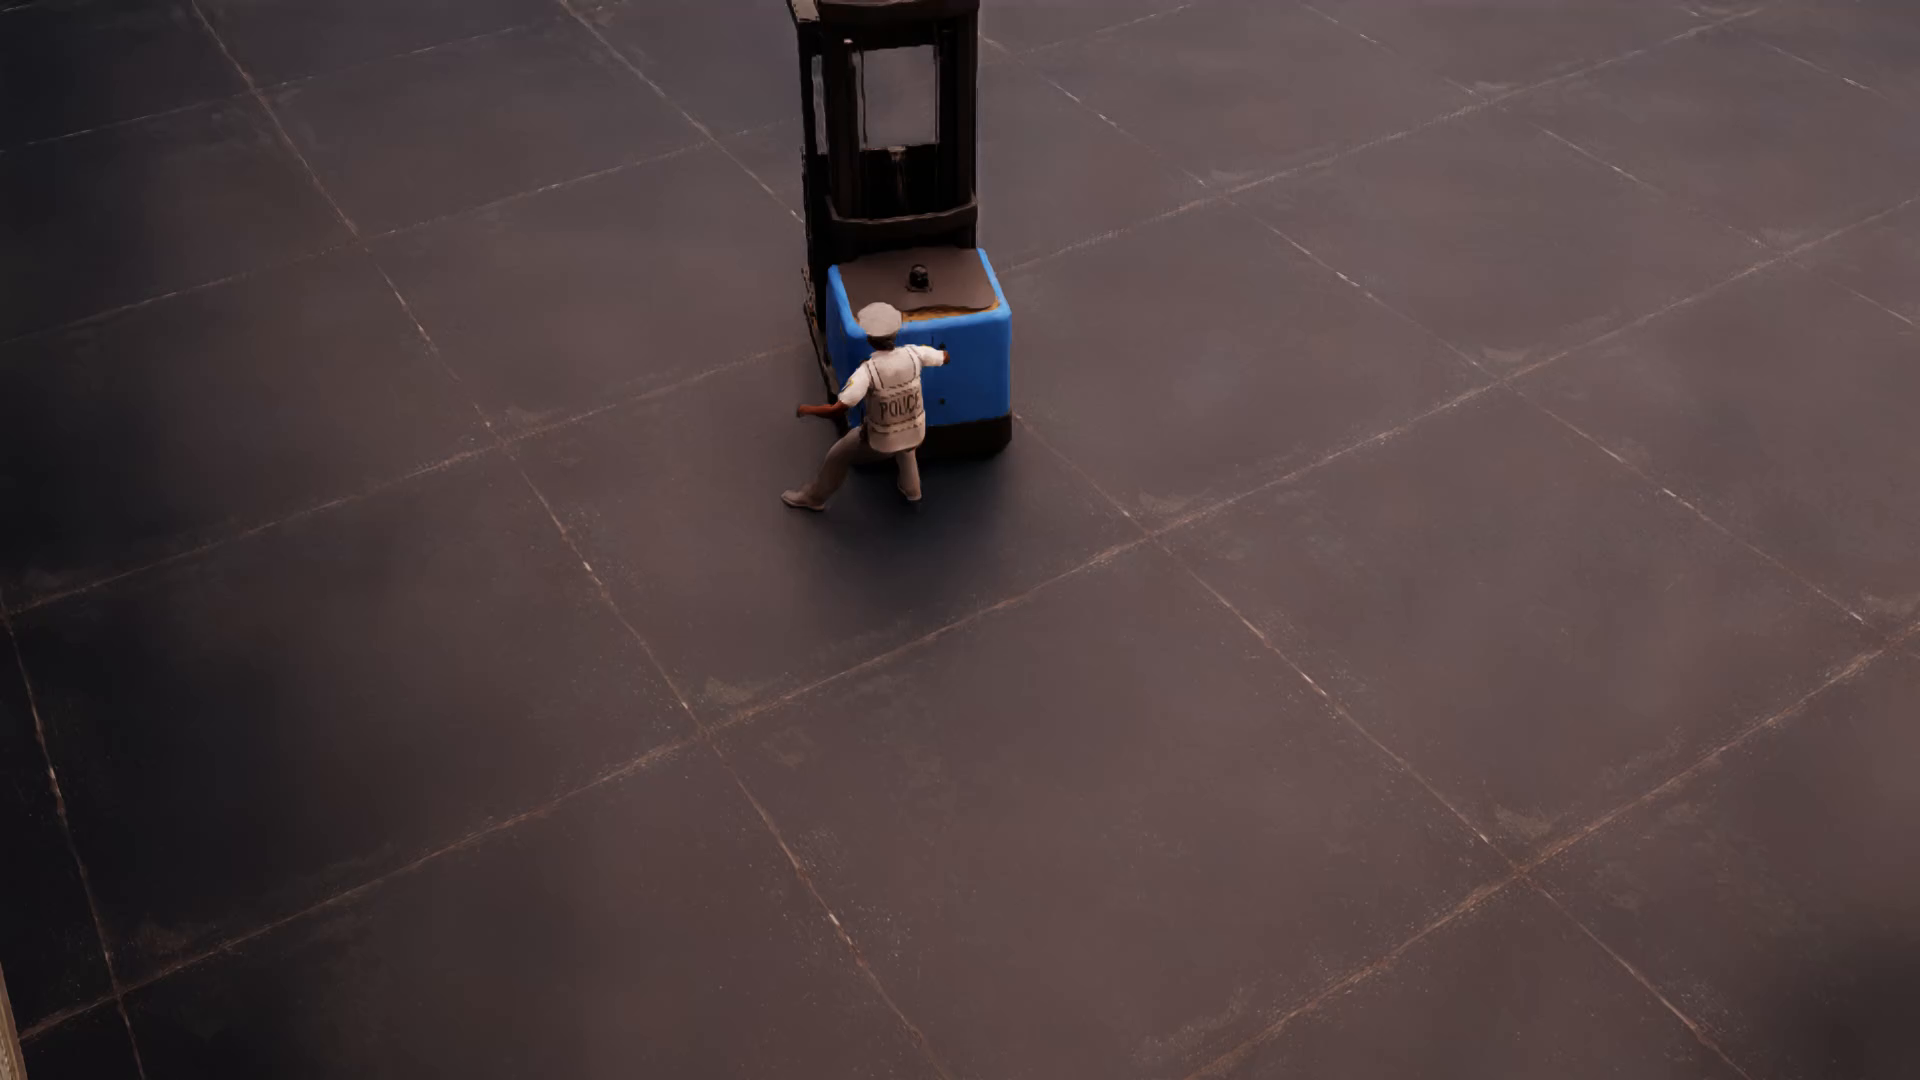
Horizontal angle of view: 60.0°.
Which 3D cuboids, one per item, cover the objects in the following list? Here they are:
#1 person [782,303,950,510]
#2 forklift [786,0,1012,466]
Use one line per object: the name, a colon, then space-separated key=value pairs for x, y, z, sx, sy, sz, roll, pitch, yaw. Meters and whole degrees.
person: x=-0.541 y=-0.756 z=9.825 sx=0.952 sy=1.524 sz=0.722 roll=-18 pitch=44 yaw=-19
forklift: x=-0.492 y=-2.553 z=10.792 sx=1.130 sy=2.935 sz=3.031 roll=-8 pitch=42 yaw=-9
